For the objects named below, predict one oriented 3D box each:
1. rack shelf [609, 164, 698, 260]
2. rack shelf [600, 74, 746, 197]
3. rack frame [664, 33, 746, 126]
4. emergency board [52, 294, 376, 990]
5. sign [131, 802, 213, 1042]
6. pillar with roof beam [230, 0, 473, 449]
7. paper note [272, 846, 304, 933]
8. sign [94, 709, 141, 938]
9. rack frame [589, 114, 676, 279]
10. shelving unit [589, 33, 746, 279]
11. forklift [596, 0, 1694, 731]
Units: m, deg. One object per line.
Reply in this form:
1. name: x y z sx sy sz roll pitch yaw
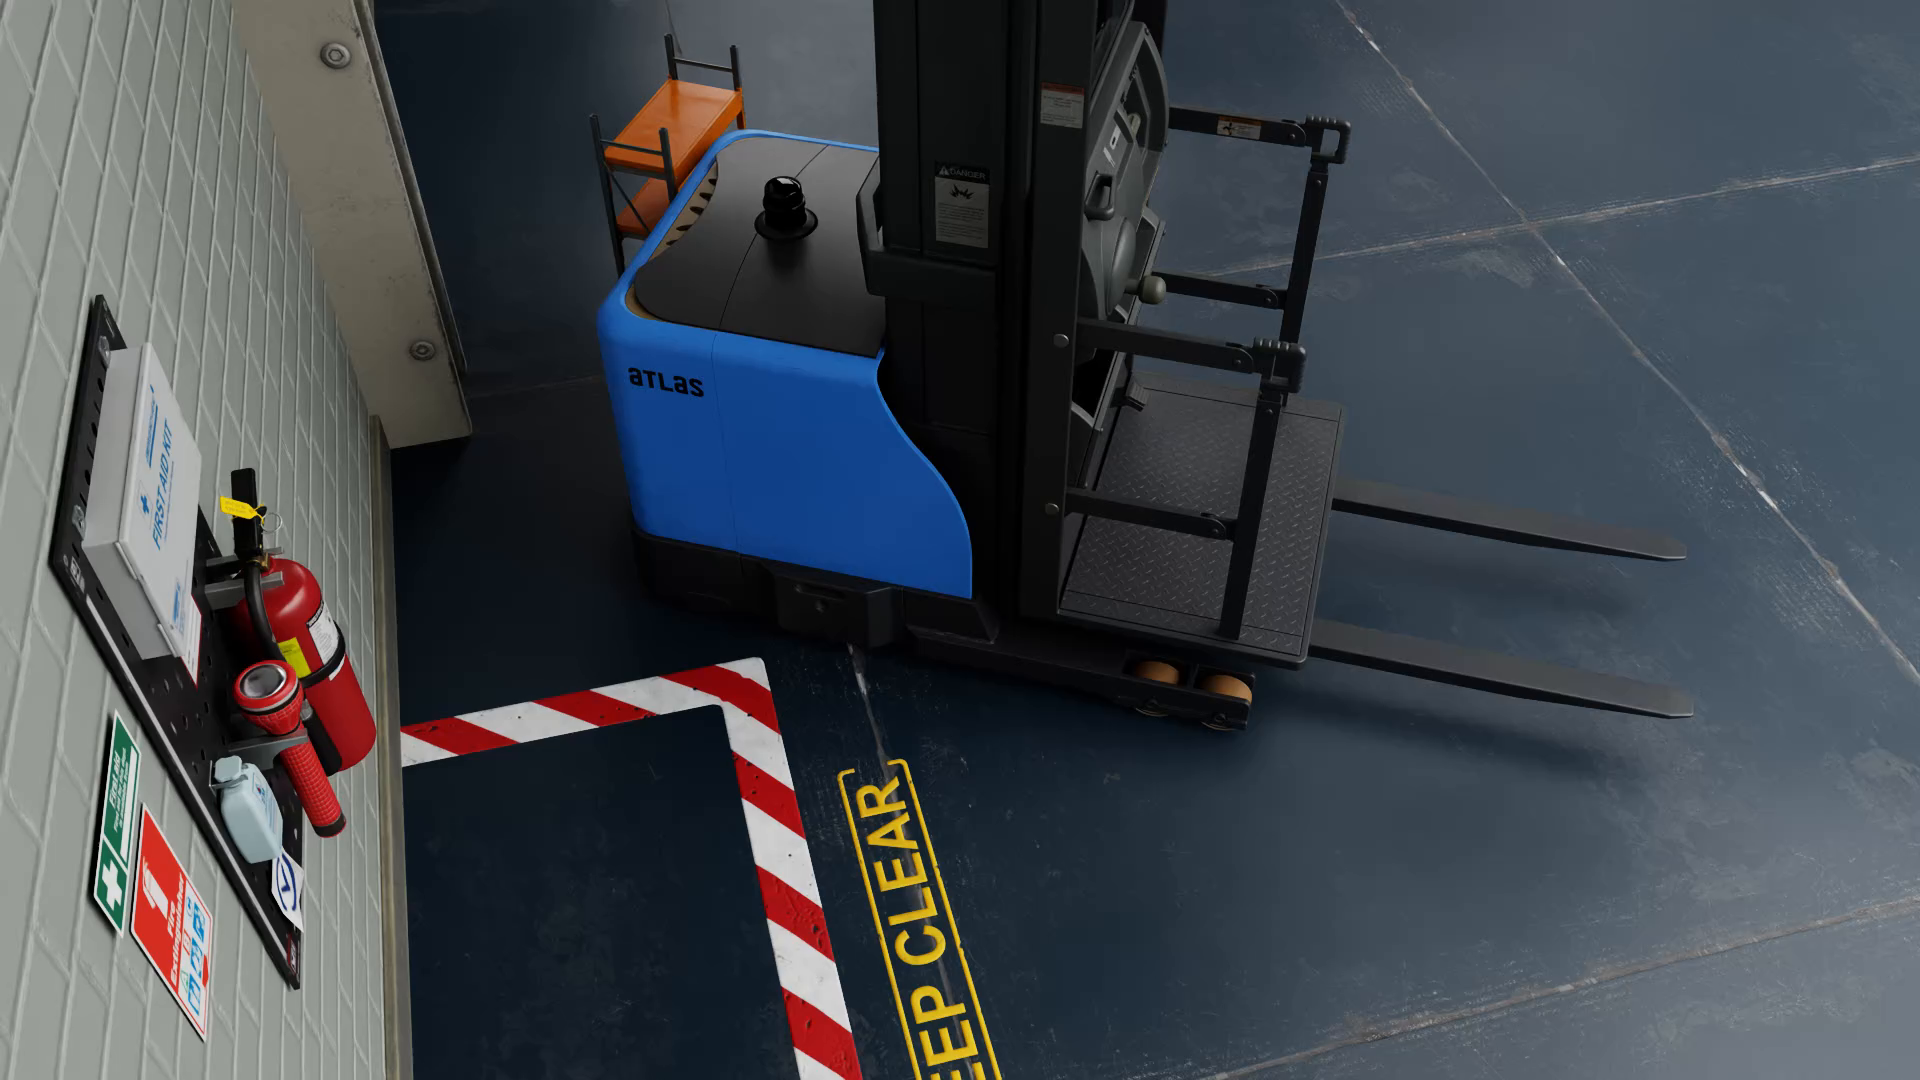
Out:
1. rack shelf: -0.867 -1.044 5.214 0.258 0.148 0.480 14 47 13
2. rack shelf: -0.867 -1.210 5.045 0.258 0.148 0.480 14 47 13
3. rack frame: -0.789 -1.100 5.487 0.240 1.200 0.015 14 47 13
4. emergency board: -1.245 0.200 2.953 0.194 1.169 0.643 -11 47 -10
5. sign: -1.203 0.588 2.548 0.001 0.329 0.234 -11 47 -10
6. pillar with roof beam: 2.321 -4.400 3.261 9.100 9.000 0.400 -11 47 -10
7. paper note: -1.266 0.643 3.136 0.016 0.148 0.142 -11 47 -10
8. sign: -1.195 0.398 2.364 0.001 0.109 0.331 -11 47 -10
9. rack frame: -0.945 -0.769 5.164 0.240 1.200 0.015 14 47 13
10. shelving unit: -0.867 -0.934 5.326 0.258 1.200 0.503 14 47 13
11. forklift: 0.601 -0.909 4.089 3.031 2.935 1.130 11 47 11
